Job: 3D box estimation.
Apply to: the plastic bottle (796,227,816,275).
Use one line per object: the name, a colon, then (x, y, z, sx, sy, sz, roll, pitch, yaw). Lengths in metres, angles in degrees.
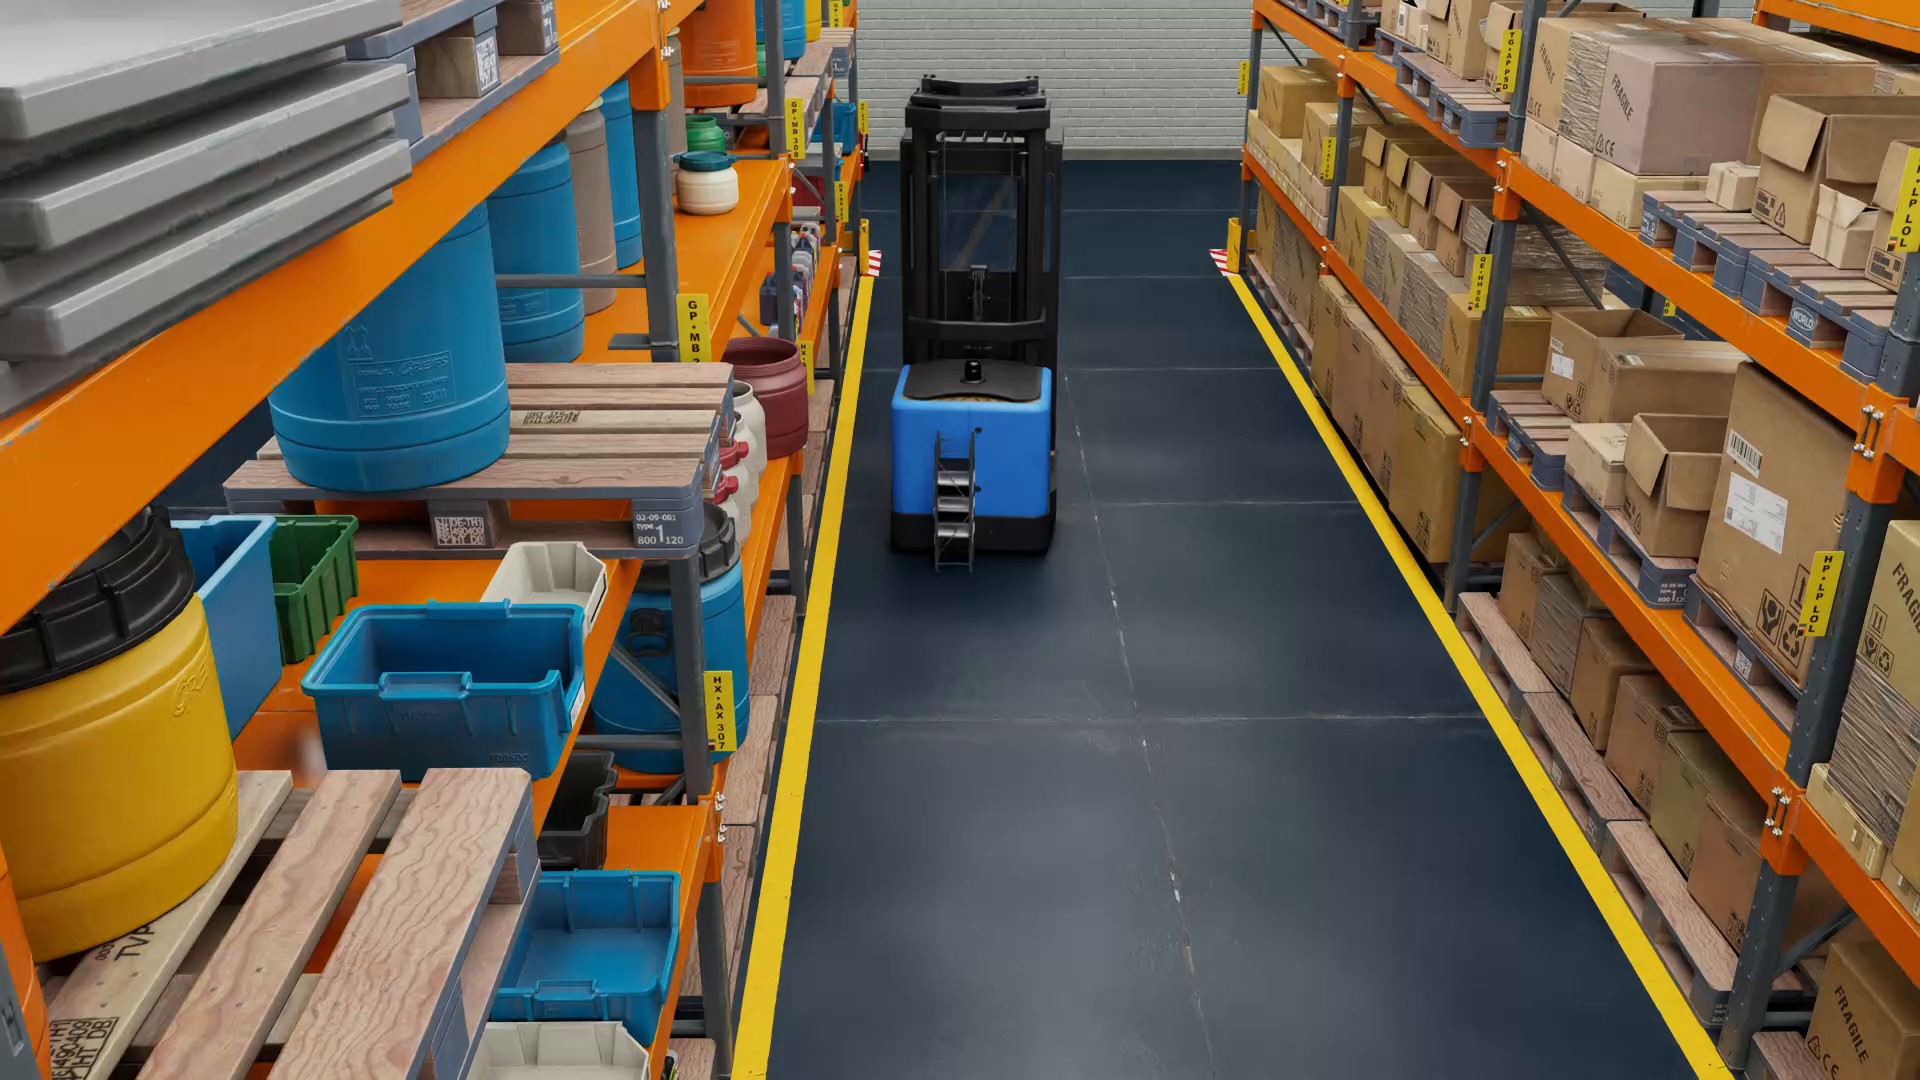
plastic bottle: (-1.154, -2.162, 12.450, 0.144, 0.351, 0.185, 0, 24, -1)

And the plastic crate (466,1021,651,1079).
plastic crate: (-1.133, 1.523, 4.562, 0.530, 0.136, 0.437, 0, 24, -1)

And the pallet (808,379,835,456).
pallet: (-1.525, -0.973, 13.145, 1.003, 0.211, 1.213, 0, 24, -1)

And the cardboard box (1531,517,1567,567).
cardboard box: (3.542, -0.063, 9.338, 0.500, 0.250, 0.500, 1, 24, 2)

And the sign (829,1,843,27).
sign: (-0.941, -3.934, 12.657, 0.100, 0.325, 0.005, 0, 24, -1)

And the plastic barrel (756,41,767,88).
plastic barrel: (-1.230, -2.838, 9.924, 0.294, 0.245, 0.294, 0, 24, 0)

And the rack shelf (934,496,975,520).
rack shelf: (-0.034, -0.210, 10.703, 0.258, 0.077, 0.200, 2, 24, 4)

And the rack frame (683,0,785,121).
rack frame: (-1.448, -3.647, 8.393, 1.000, 3.000, 0.127, 0, 24, -1)

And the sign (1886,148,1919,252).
sign: (2.994, -1.065, 5.220, 0.100, 0.325, 0.005, 0, 24, -1)

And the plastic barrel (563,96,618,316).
plastic barrel: (-1.634, -1.338, 6.321, 0.600, 0.901, 0.600, 0, 24, 0)

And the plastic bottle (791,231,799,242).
plastic bottle: (-1.288, -2.302, 12.941, 0.097, 0.201, 0.097, 0, 24, 0)

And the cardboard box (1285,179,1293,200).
cardboard box: (3.116, -3.123, 14.820, 0.380, 0.149, 0.250, -1, 24, -1)

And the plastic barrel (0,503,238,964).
plastic barrel: (-1.500, 0.270, 2.635, 0.600, 0.588, 0.600, 0, 24, 0)

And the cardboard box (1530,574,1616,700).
cardboard box: (3.551, 0.507, 8.988, 0.700, 0.500, 0.500, -2, 24, -5)

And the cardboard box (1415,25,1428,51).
cardboard box: (3.327, -3.413, 11.312, 0.380, 0.149, 0.250, -1, 24, -3)

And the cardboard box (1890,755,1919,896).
cardboard box: (3.462, 0.924, 5.086, 0.875, 0.500, 0.500, 0, 24, -1)

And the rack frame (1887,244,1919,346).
rack frame: (3.548, -2.021, 4.798, 1.000, 3.000, 0.127, 0, 24, -1)

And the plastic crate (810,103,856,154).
plastic crate: (-1.345, -4.116, 16.595, 0.616, 0.435, 0.499, 0, 24, -1)

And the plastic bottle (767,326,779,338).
plastic bottle: (-1.134, -1.227, 10.474, 0.152, 0.276, 0.135, 0, 24, -1)

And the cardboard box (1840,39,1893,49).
cardboard box: (8.638, -4.453, 15.760, 0.500, 0.500, 0.500, -1, 24, -2)

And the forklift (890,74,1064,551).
forklift: (0.160, -1.832, 11.743, 1.130, 2.935, 3.031, 2, 24, 4)

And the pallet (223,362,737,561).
pallet: (-1.299, -0.249, 4.749, 1.213, 0.211, 1.003, 0, 24, -1)

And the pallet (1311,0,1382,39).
pallet: (3.463, -4.247, 13.469, 1.003, 0.211, 1.213, 0, 24, -1)

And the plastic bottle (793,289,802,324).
plastic bottle: (-1.116, -1.558, 11.211, 0.097, 0.271, 0.097, 0, 24, 0)

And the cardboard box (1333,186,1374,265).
cardboard box: (3.216, -2.439, 12.881, 0.500, 0.500, 0.500, 0, 24, 0)

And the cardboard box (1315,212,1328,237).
cardboard box: (3.130, -2.594, 13.649, 0.380, 0.149, 0.250, 0, 24, 0)

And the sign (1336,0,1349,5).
sign: (2.906, -4.219, 12.575, 0.100, 0.325, 0.005, 0, 24, -1)

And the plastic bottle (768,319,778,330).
plastic bottle: (-1.169, -1.273, 10.580, 0.097, 0.271, 0.097, 0, 24, 0)

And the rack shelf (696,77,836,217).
rack shelf: (-1.470, -2.776, 10.982, 1.077, 0.370, 4.000, 0, 24, -1)

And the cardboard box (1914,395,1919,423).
cardboard box: (3.297, -0.399, 5.034, 0.500, 0.250, 0.500, -1, 24, -3)

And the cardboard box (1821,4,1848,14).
cardboard box: (8.148, -4.896, 14.977, 0.500, 0.250, 0.500, -1, 24, -2)

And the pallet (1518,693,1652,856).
pallet: (3.522, 1.158, 8.432, 1.003, 0.211, 1.213, 0, 24, -1)

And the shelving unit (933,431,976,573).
shelving unit: (-0.034, -0.240, 10.689, 0.258, 0.900, 0.210, 2, 24, 4)

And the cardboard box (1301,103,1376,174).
cardboard box: (3.187, -3.387, 14.011, 0.500, 0.500, 0.500, 0, 24, 0)

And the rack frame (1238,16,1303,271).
rack frame: (3.418, -4.232, 16.967, 1.000, 3.000, 0.127, 0, 24, -1)

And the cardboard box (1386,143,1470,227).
cardboard box: (3.472, -2.540, 11.888, 0.797, 0.503, 0.637, 0, 24, 0)

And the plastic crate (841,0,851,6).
plastic crate: (-1.239, -5.075, 15.448, 0.450, 0.188, 0.336, 0, 24, -1)

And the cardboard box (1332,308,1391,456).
cardboard box: (3.499, -1.175, 12.277, 1.225, 0.875, 0.875, -1, 24, -2)

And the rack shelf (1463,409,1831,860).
rack shelf: (3.527, 0.216, 8.005, 1.077, 0.370, 4.000, 0, 24, -1)

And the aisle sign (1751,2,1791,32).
aisle sign: (8.078, -5.426, 16.452, 0.394, 0.787, 0.004, 0, 24, -1)

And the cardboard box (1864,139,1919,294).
cardboard box: (3.642, -1.087, 5.737, 0.797, 0.503, 0.637, -1, 24, -3)

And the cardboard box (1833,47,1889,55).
cardboard box: (8.113, -4.241, 15.291, 0.500, 0.500, 0.500, -1, 24, -2)

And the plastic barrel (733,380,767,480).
plastic barrel: (-1.223, -0.541, 8.671, 0.421, 0.512, 0.421, 0, 24, 0)

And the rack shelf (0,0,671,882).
rack shelf: (-1.382, -0.664, 3.157, 1.077, 0.370, 4.000, 0, 24, -1)

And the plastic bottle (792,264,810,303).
plastic bottle: (-1.150, -1.835, 11.817, 0.152, 0.276, 0.135, 0, 24, -1)

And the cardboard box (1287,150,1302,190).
cardboard box: (3.180, -3.255, 14.629, 0.500, 0.250, 0.500, 0, 24, 1)

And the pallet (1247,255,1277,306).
pallet: (3.505, -2.632, 16.814, 1.003, 0.211, 1.213, 0, 24, -1)

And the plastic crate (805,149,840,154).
plastic crate: (-1.356, -3.662, 15.955, 0.396, 0.136, 0.243, 0, 24, -1)

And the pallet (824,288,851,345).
pallet: (-1.555, -2.098, 15.632, 1.003, 0.211, 1.213, 0, 24, -1)

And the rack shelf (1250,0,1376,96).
rack shelf: (3.439, -4.447, 14.675, 1.077, 0.370, 4.000, 0, 24, -1)

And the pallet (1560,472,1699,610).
pallet: (3.567, -0.033, 7.915, 1.003, 0.211, 1.213, 0, 24, -1)

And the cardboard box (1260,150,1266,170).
cardboard box: (3.103, -3.651, 15.988, 0.380, 0.149, 0.250, -1, 24, -1)

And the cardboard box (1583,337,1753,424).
cardboard box: (3.657, -0.721, 8.572, 0.700, 0.500, 0.500, 3, 25, 7)

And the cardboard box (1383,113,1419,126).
cardboard box: (3.712, -3.191, 13.577, 0.500, 0.500, 0.500, 0, 24, -1)

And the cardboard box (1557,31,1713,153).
cardboard box: (3.255, -2.172, 8.044, 0.500, 0.500, 0.500, 0, 24, 0)

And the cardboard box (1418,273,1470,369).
cardboard box: (3.252, -1.389, 10.559, 0.500, 0.500, 0.500, 0, 24, -1)
